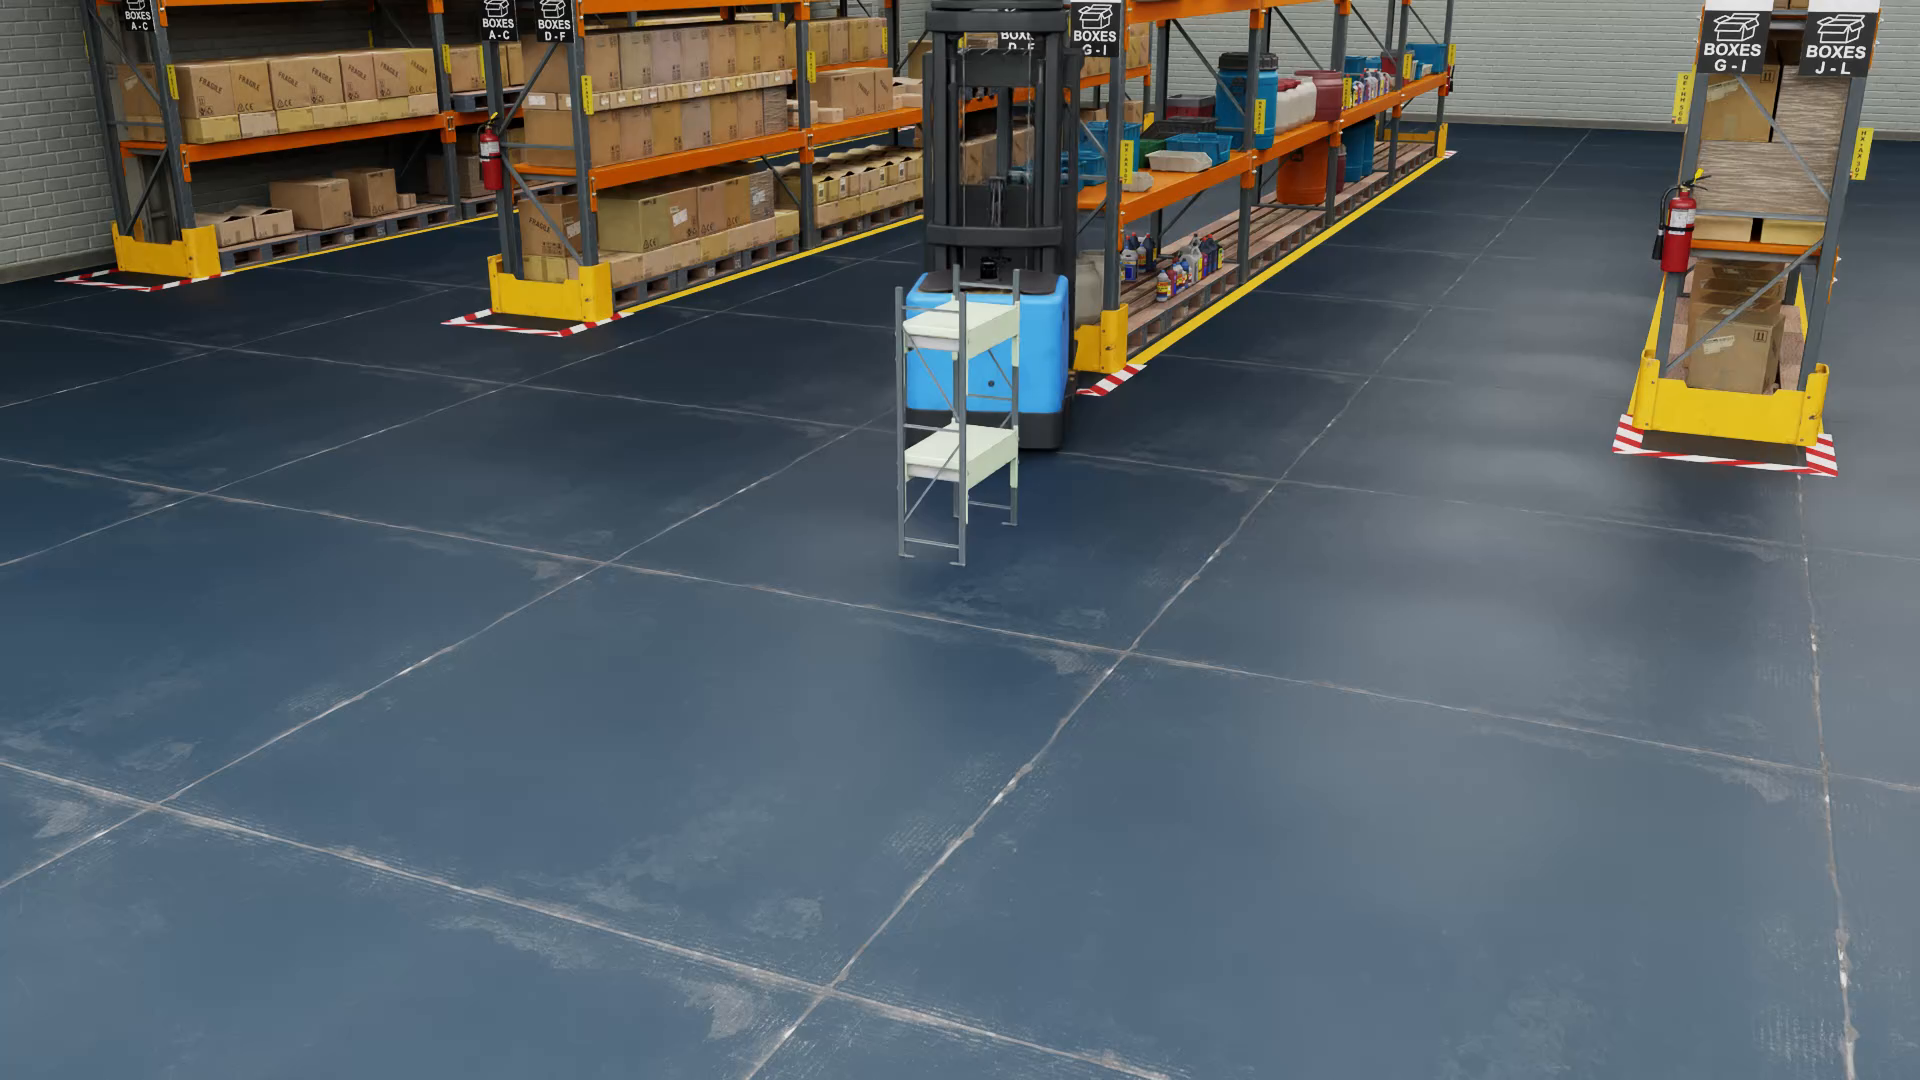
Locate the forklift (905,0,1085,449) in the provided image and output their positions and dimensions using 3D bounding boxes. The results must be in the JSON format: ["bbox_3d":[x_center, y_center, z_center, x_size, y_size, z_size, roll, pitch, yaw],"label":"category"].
[{"bbox_3d":[0.310,-2.433,11.936,1.130,2.935,3.031,2,20,6],"label":"forklift"}]

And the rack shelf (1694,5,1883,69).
[{"bbox_3d":[6.107,-3.834,12.370,1.077,0.370,4.000,9,21,23],"label":"rack shelf"}]

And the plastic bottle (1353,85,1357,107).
[{"bbox_3d":[4.929,-5.585,20.889,0.097,0.271,0.097,0,20,0],"label":"plastic bottle"}]

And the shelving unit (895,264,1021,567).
[{"bbox_3d":[-0.003,-0.705,9.212,0.431,1.500,0.755,9,21,23],"label":"shelving unit"}]

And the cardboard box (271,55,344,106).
[{"bbox_3d":[-7.170,-5.050,18.267,0.500,0.500,0.500,9,22,24],"label":"cardboard box"}]

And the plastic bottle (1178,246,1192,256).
[{"bbox_3d":[2.183,-2.692,15.970,0.152,0.276,0.135,9,21,23],"label":"plastic bottle"}]

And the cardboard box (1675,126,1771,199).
[{"bbox_3d":[5.634,-2.669,11.904,0.875,0.500,0.500,9,21,23],"label":"cardboard box"}]

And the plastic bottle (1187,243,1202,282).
[{"bbox_3d":[2.196,-2.616,15.645,0.144,0.351,0.185,8,21,22],"label":"plastic bottle"}]

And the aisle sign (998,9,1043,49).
[{"bbox_3d":[0.469,-4.071,12.561,0.394,0.787,0.004,9,21,23],"label":"aisle sign"}]

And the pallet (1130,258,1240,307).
[{"bbox_3d":[2.094,-2.537,16.288,1.003,0.211,1.213,9,21,23],"label":"pallet"}]

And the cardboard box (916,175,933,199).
[{"bbox_3d":[-0.673,-4.504,21.134,0.500,0.250,0.500,8,21,22],"label":"cardboard box"}]

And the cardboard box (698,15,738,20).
[{"bbox_3d":[-3.740,-7.917,25.511,0.500,0.250,0.500,9,21,24],"label":"cardboard box"}]

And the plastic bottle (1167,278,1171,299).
[{"bbox_3d":[1.839,-2.260,14.866,0.097,0.201,0.097,0,20,0],"label":"plastic bottle"}]

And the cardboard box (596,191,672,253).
[{"bbox_3d":[-3.122,-3.051,15.928,0.500,0.500,0.500,9,21,23],"label":"cardboard box"}]

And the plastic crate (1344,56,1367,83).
[{"bbox_3d":[5.563,-6.706,23.784,0.392,0.384,0.575,9,21,23],"label":"plastic crate"}]

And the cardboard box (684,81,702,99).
[{"bbox_3d":[-2.761,-4.421,16.307,0.380,0.149,0.250,9,21,23],"label":"cardboard box"}]

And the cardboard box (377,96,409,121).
[{"bbox_3d":[-6.760,-5.011,19.277,0.500,0.250,0.500,9,21,23],"label":"cardboard box"}]

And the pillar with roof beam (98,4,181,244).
[{"bbox_3d":[-4.844,-6.756,15.035,9.100,9.000,0.400,9,21,23],"label":"pillar with roof beam"}]

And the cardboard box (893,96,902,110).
[{"bbox_3d":[-0.943,-5.438,20.659,0.380,0.149,0.250,10,22,27],"label":"cardboard box"}]

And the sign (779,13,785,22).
[{"bbox_3d":[-2.856,-8.292,26.699,0.100,0.325,0.005,9,21,23],"label":"sign"}]

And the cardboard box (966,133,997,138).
[{"bbox_3d":[0.394,-5.397,23.242,0.500,0.500,0.500,8,21,22],"label":"cardboard box"}]

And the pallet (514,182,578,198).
[{"bbox_3d":[-5.815,-4.709,22.394,1.003,0.211,1.213,9,21,23],"label":"pallet"}]

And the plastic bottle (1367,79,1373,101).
[{"bbox_3d":[5.311,-5.895,21.753,0.152,0.276,0.135,9,21,23],"label":"plastic bottle"}]

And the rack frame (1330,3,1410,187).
[{"bbox_3d":[5.683,-6.496,23.258,1.000,3.000,0.127,9,21,23],"label":"rack frame"}]

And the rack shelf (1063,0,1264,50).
[{"bbox_3d":[1.588,-4.513,14.281,1.077,0.370,4.000,9,21,23],"label":"rack shelf"}]

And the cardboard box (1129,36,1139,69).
[{"bbox_3d":[2.660,-8.113,27.657,0.500,0.500,0.500,9,21,23],"label":"cardboard box"}]

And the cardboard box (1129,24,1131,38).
[{"bbox_3d":[2.458,-8.430,27.056,0.500,0.500,0.500,9,22,24],"label":"cardboard box"}]

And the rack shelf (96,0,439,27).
[{"bbox_3d":[-7.450,-5.873,18.103,1.077,0.370,4.000,9,21,23],"label":"rack shelf"}]

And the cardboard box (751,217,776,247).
[{"bbox_3d":[-2.314,-3.310,17.778,0.500,0.250,0.500,9,21,23],"label":"cardboard box"}]

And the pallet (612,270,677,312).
[{"bbox_3d":[-3.473,-2.434,15.998,1.003,0.211,1.213,9,21,23],"label":"pallet"}]

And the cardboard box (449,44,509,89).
[{"bbox_3d":[-6.156,-5.985,21.016,0.700,0.500,0.500,11,22,28],"label":"cardboard box"}]

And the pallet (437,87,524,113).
[{"bbox_3d":[-6.185,-5.533,20.837,1.003,0.211,1.213,9,21,23],"label":"pallet"}]

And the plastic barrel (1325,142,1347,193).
[{"bbox_3d":[4.693,-4.832,21.552,0.600,0.588,0.708,9,21,23],"label":"plastic barrel"}]

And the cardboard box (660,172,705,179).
[{"bbox_3d":[-2.995,-3.582,17.423,0.500,0.500,0.500,9,21,23],"label":"cardboard box"}]

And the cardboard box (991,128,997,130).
[{"bbox_3d":[0.326,-5.776,24.307,0.500,0.500,0.500,9,21,23],"label":"cardboard box"}]

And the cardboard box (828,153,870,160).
[{"bbox_3d":[-1.373,-4.684,20.802,0.500,0.311,0.500,8,21,21],"label":"cardboard box"}]

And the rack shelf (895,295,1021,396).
[{"bbox_3d":[-0.003,-1.072,9.081,0.431,0.370,0.720,9,21,23],"label":"rack shelf"}]

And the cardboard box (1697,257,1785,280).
[{"bbox_3d":[7.197,-2.585,15.335,0.700,0.500,0.500,7,21,19],"label":"cardboard box"}]

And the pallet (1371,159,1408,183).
[{"bbox_3d":[5.949,-5.412,24.373,1.003,0.211,1.213,9,21,23],"label":"pallet"}]

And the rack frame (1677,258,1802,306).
[{"bbox_3d":[6.926,-3.371,14.471,1.000,3.000,0.127,9,21,23],"label":"rack frame"}]

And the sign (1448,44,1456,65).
[{"bbox_3d":[7.830,-7.725,26.471,0.100,0.325,0.005,9,21,23],"label":"sign"}]

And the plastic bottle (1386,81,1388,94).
[{"bbox_3d":[5.794,-6.198,22.718,0.097,0.201,0.097,0,20,0],"label":"plastic bottle"}]

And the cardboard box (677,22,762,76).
[{"bbox_3d":[-2.492,-5.099,17.243,0.700,0.500,0.500,8,21,23],"label":"cardboard box"}]

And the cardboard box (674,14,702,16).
[{"bbox_3d":[-4.190,-7.986,25.705,0.500,0.250,0.500,8,21,21],"label":"cardboard box"}]

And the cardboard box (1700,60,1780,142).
[{"bbox_3d":[5.288,-3.009,11.366,0.500,0.500,0.500,9,21,23],"label":"cardboard box"}]

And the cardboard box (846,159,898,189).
[{"bbox_3d":[-1.085,-4.460,20.174,0.500,0.311,0.500,9,22,24],"label":"cardboard box"}]

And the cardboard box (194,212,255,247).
[{"bbox_3d":[-7.903,-3.327,17.703,0.500,0.311,0.500,6,20,17],"label":"cardboard box"}]

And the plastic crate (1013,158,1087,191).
[{"bbox_3d":[0.701,-2.952,13.514,0.499,0.251,0.616,9,21,23],"label":"plastic crate"}]

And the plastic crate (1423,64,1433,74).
[{"bbox_3d":[7.153,-7.349,25.960,0.396,0.136,0.243,9,21,23],"label":"plastic crate"}]

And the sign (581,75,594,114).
[{"bbox_3d":[-3.244,-3.876,14.480,0.100,0.325,0.005,9,21,23],"label":"sign"}]

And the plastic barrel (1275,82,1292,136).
[{"bbox_3d":[3.300,-4.601,17.727,0.433,0.535,0.433,0,20,0],"label":"plastic barrel"}]

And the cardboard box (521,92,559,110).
[{"bbox_3d":[-3.765,-4.004,15.134,0.380,0.149,0.250,8,21,22],"label":"cardboard box"}]

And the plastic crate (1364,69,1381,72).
[{"bbox_3d":[6.122,-6.974,24.905,0.293,0.136,0.466,9,21,23],"label":"plastic crate"}]

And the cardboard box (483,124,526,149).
[{"bbox_3d":[-5.958,-5.315,21.891,0.500,0.250,0.500,8,21,21],"label":"cardboard box"}]

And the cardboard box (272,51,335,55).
[{"bbox_3d":[-7.438,-5.278,18.907,0.500,0.500,0.500,9,22,24],"label":"cardboard box"}]
